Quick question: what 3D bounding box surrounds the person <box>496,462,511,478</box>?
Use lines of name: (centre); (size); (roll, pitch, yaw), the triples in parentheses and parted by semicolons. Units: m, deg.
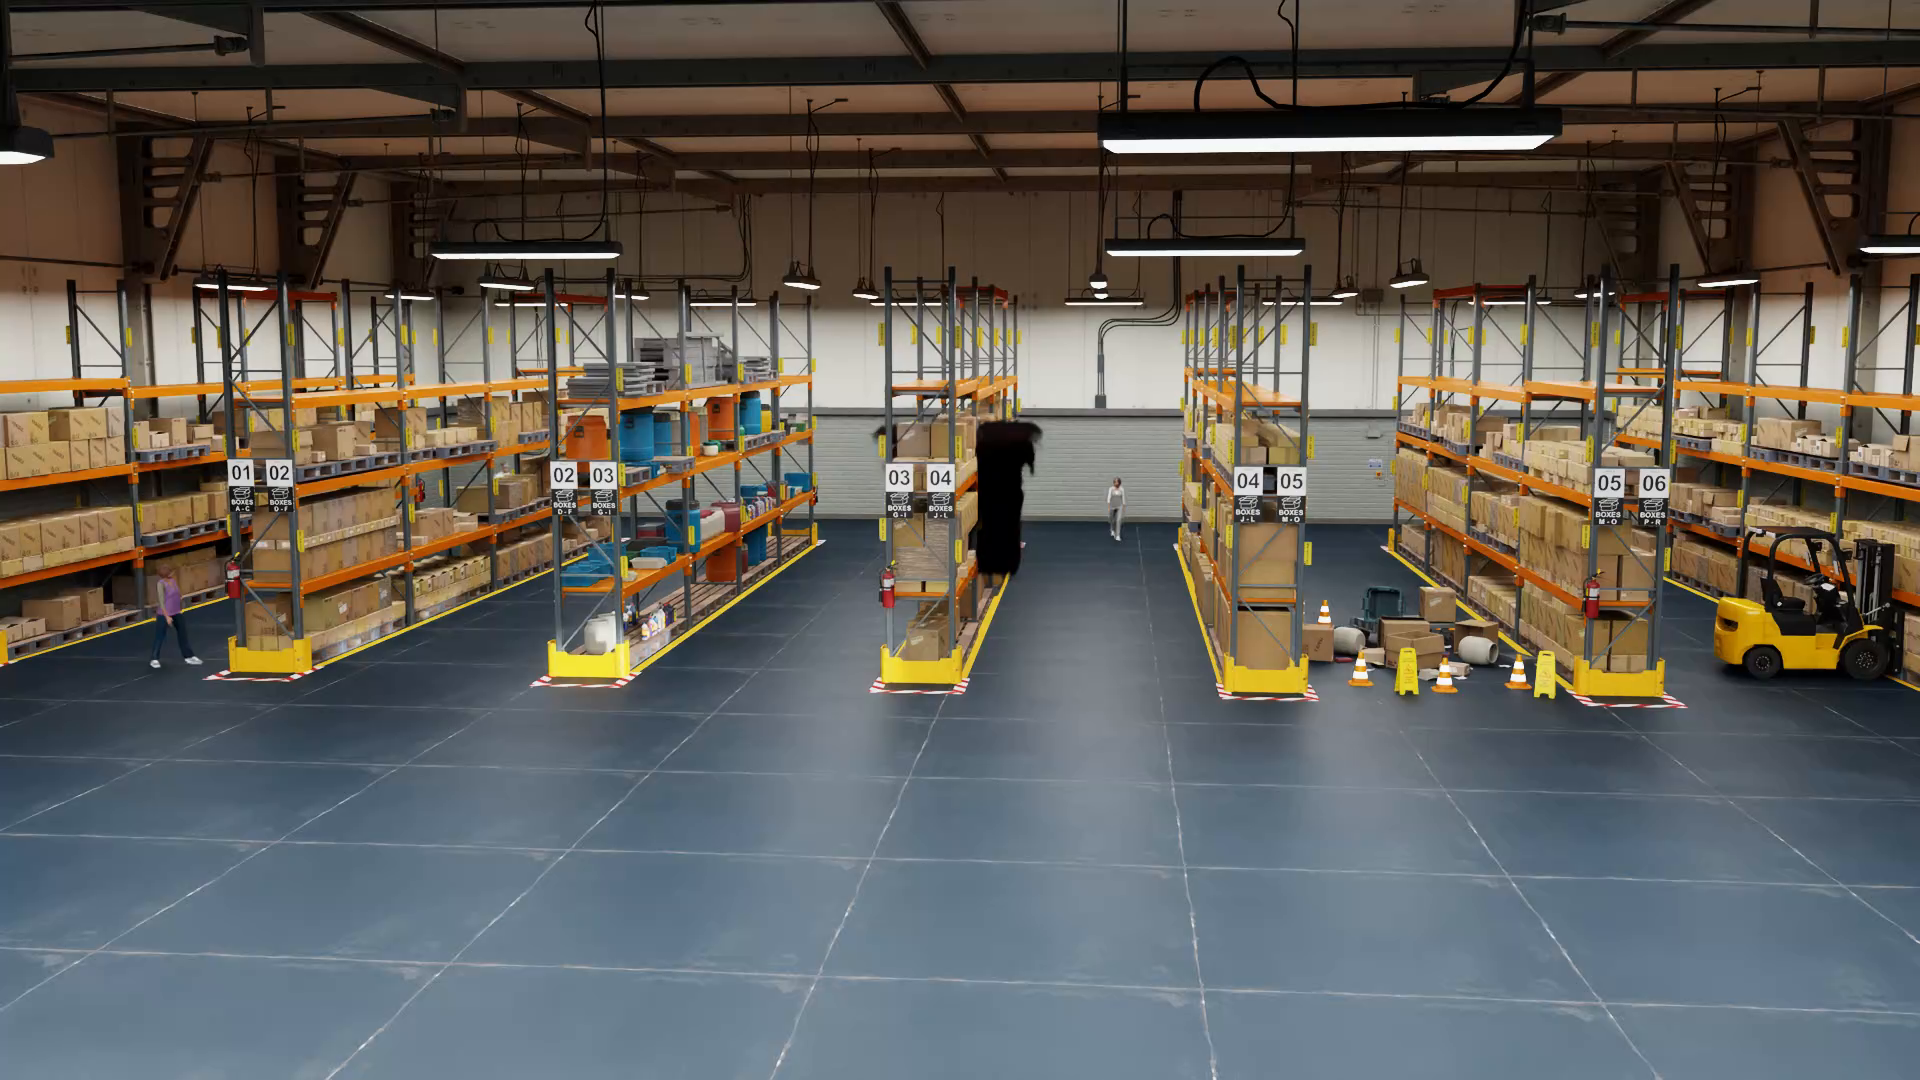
person: (-12.048, -1.203, 43.987); (0.791, 1.727, 0.612); (5, 8, 35)

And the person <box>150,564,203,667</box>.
person: (-12.029, 1.140, 25.371); (0.582, 1.595, 0.592); (2, 7, 19)

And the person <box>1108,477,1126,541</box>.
person: (3.896, -0.792, 41.300); (0.461, 1.557, 0.823); (0, 7, 4)
